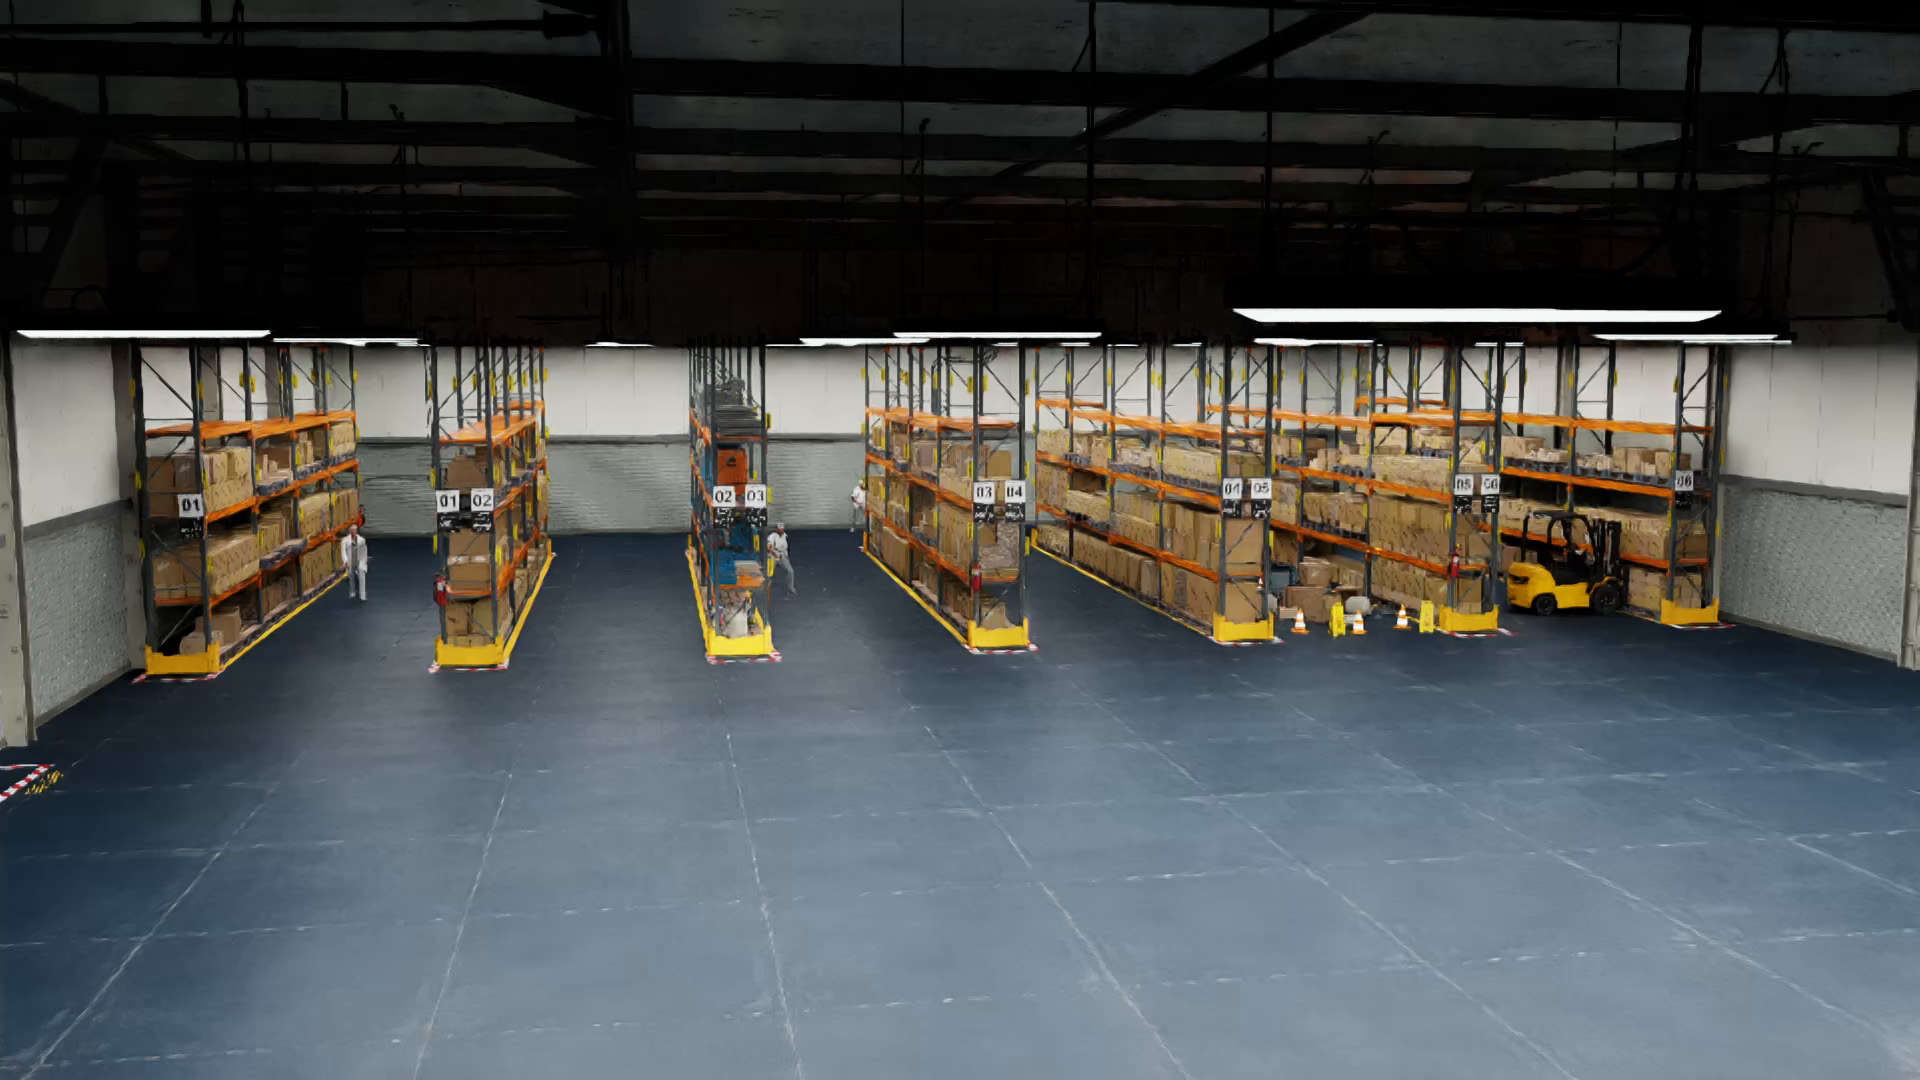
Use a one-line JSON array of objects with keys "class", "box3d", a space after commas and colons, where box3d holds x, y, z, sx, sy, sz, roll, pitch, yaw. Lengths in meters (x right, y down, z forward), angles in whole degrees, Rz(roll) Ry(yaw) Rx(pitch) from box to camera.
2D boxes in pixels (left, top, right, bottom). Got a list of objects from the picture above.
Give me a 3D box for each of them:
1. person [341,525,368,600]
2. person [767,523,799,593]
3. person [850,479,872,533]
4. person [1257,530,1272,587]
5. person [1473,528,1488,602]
[{"class": "person", "box3d": [-13.827, 0.508, 37.972, 0.580, 1.715, 1.105, -2, 7, -19]}, {"class": "person", "box3d": [-4.055, 0.385, 37.209, 0.655, 1.593, 0.825, -3, 7, -28]}, {"class": "person", "box3d": [-3.093, -1.080, 51.991, 0.699, 1.706, 0.840, -3, 7, -28]}, {"class": "person", "box3d": [7.195, 0.315, 39.639, 0.576, 1.718, 0.626, 2, 7, 17]}, {"class": "person", "box3d": [11.787, 0.553, 37.876, 0.551, 1.653, 0.574, 2, 7, 20]}]
